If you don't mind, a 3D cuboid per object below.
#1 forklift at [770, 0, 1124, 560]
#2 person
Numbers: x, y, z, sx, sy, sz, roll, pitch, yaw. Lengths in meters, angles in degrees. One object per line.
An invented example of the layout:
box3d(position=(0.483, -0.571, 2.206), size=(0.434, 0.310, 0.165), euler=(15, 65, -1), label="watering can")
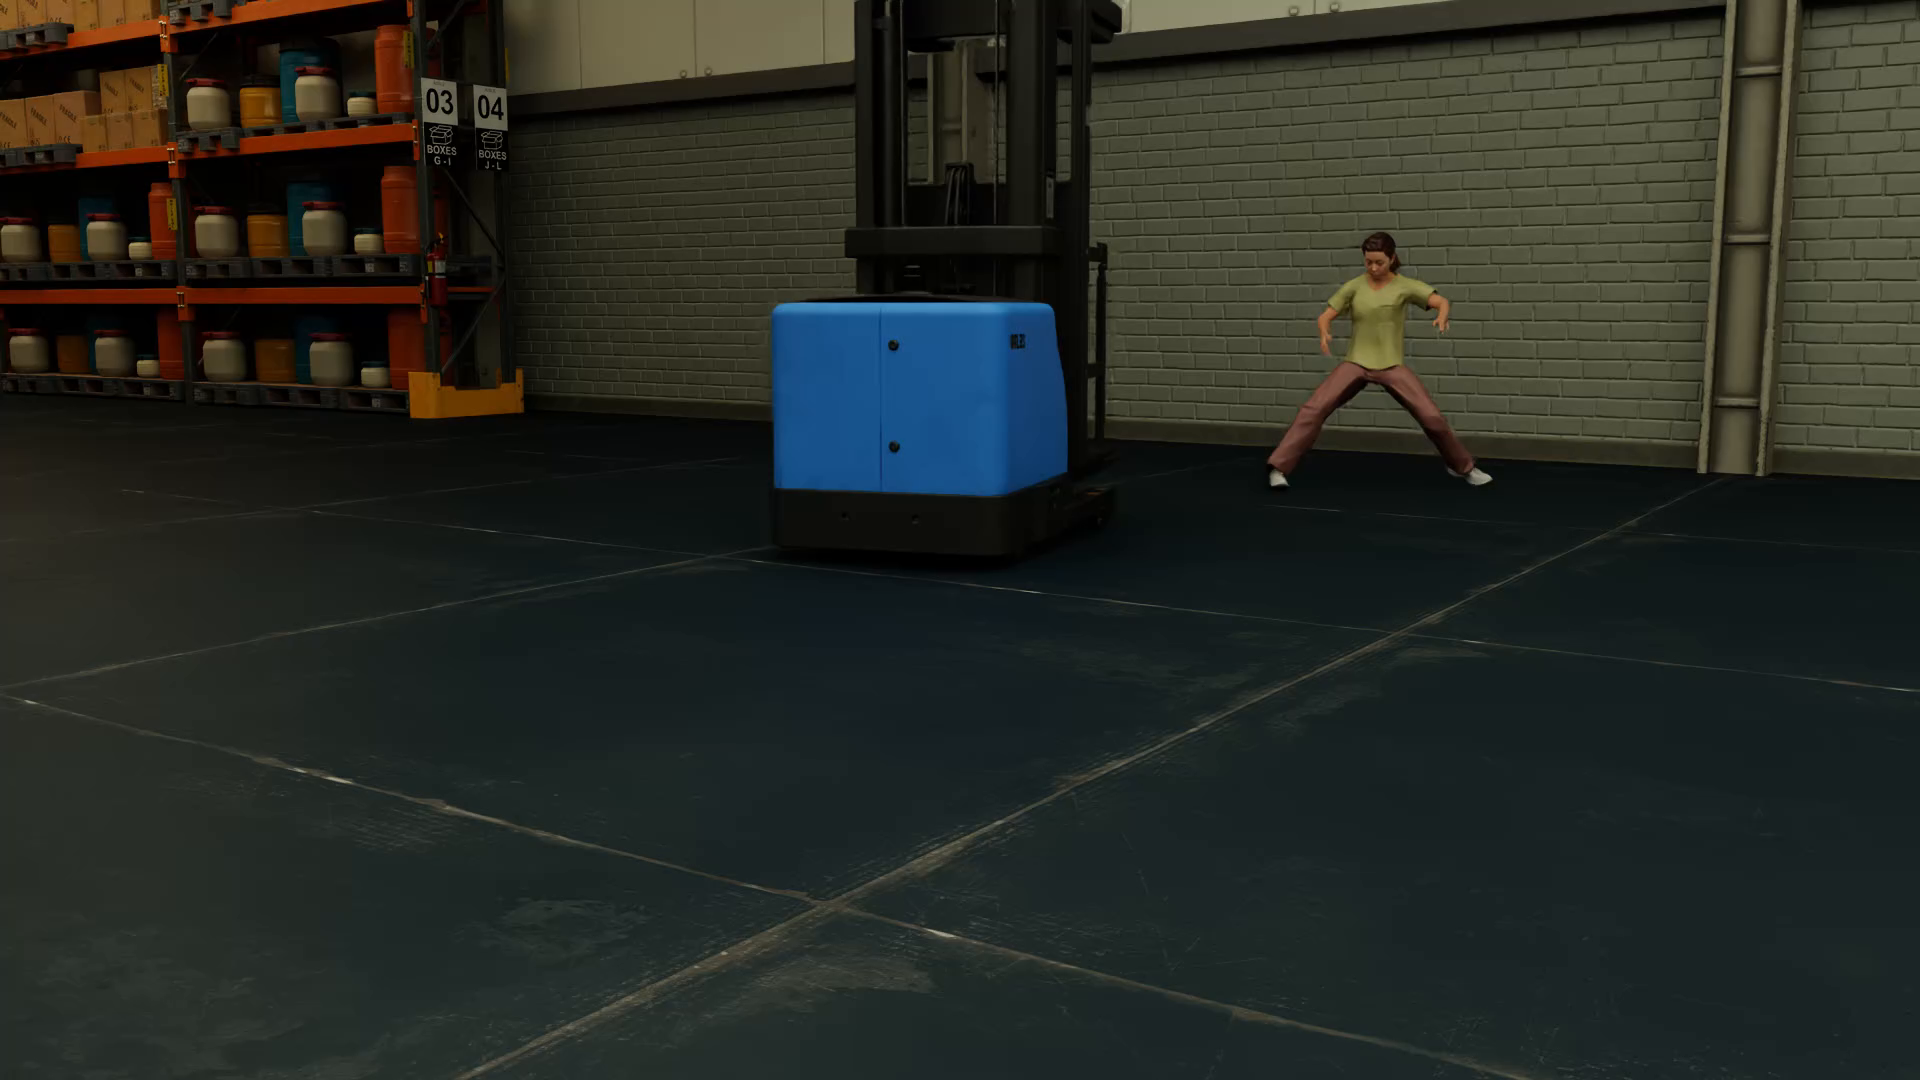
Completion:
box3d(position=(0.142, -1.537, 8.002), size=(1.130, 2.935, 3.031), euler=(3, 8, 18), label="forklift")
box3d(position=(2.452, -1.039, 9.648), size=(1.200, 1.473, 0.902), euler=(4, 9, 26), label="person")
